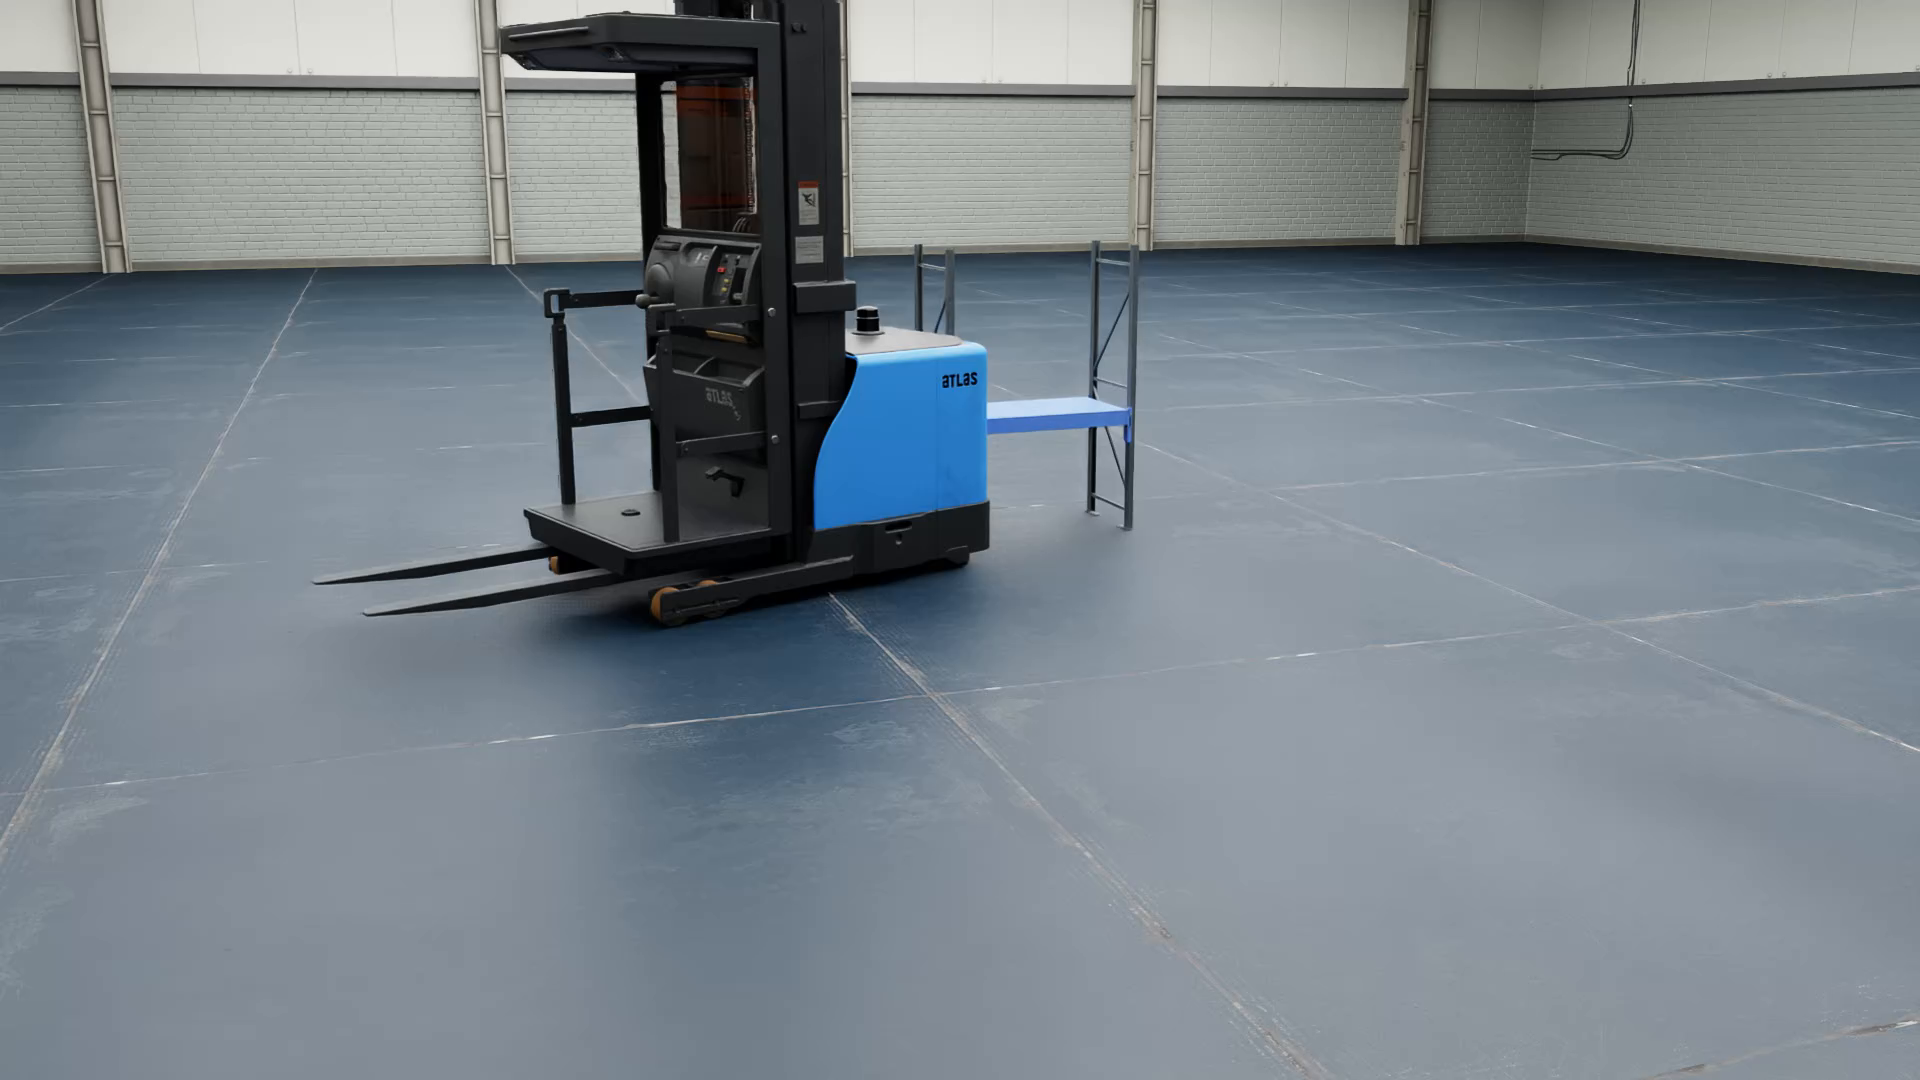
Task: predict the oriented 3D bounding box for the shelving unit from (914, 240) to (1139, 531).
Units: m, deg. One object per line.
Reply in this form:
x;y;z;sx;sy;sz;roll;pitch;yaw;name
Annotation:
0.341;-0.792;8.731;1.048;1.500;0.538;-5;14;-21;shelving unit

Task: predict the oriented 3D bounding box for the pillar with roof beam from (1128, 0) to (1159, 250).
4.880;-9.073;27.339;0.400;9.000;9.100;-4;14;-18;pillar with roof beam

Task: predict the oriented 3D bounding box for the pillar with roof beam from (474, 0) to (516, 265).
-6.493;-8.187;23.616;0.400;9.000;9.100;-4;14;-18;pillar with roof beam

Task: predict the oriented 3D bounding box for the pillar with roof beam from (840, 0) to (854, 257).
-0.807;-8.630;25.478;0.400;9.000;9.100;-4;14;-18;pillar with roof beam

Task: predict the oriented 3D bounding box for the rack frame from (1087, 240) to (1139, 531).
0.814;-0.835;8.912;0.032;1.500;0.500;-5;14;-21;rack frame

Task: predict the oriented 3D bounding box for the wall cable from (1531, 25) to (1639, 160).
12.408;-8.877;33.224;0.112;2.526;3.097;-4;14;-18;wall cable

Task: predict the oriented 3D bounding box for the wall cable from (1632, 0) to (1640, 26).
13.270;-10.740;30.146;0.112;2.526;3.097;-4;14;-18;wall cable

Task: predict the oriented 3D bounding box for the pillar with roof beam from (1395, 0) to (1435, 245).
10.567;-9.516;29.201;0.400;9.000;9.100;-4;14;-18;pillar with roof beam

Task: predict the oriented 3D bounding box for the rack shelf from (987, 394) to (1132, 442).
0.341;-0.617;8.773;1.000;0.185;0.538;-5;14;-21;rack shelf

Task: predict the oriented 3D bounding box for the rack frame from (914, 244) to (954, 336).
-0.132;-0.749;8.551;0.032;1.500;0.500;-5;14;-21;rack frame

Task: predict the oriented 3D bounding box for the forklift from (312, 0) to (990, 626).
-1.323;-1.196;7.336;3.031;2.935;1.130;-10;17;-37;forklift

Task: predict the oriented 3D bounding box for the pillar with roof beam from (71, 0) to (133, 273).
-12.180;-7.744;21.754;0.400;9.000;9.100;-4;14;-18;pillar with roof beam
